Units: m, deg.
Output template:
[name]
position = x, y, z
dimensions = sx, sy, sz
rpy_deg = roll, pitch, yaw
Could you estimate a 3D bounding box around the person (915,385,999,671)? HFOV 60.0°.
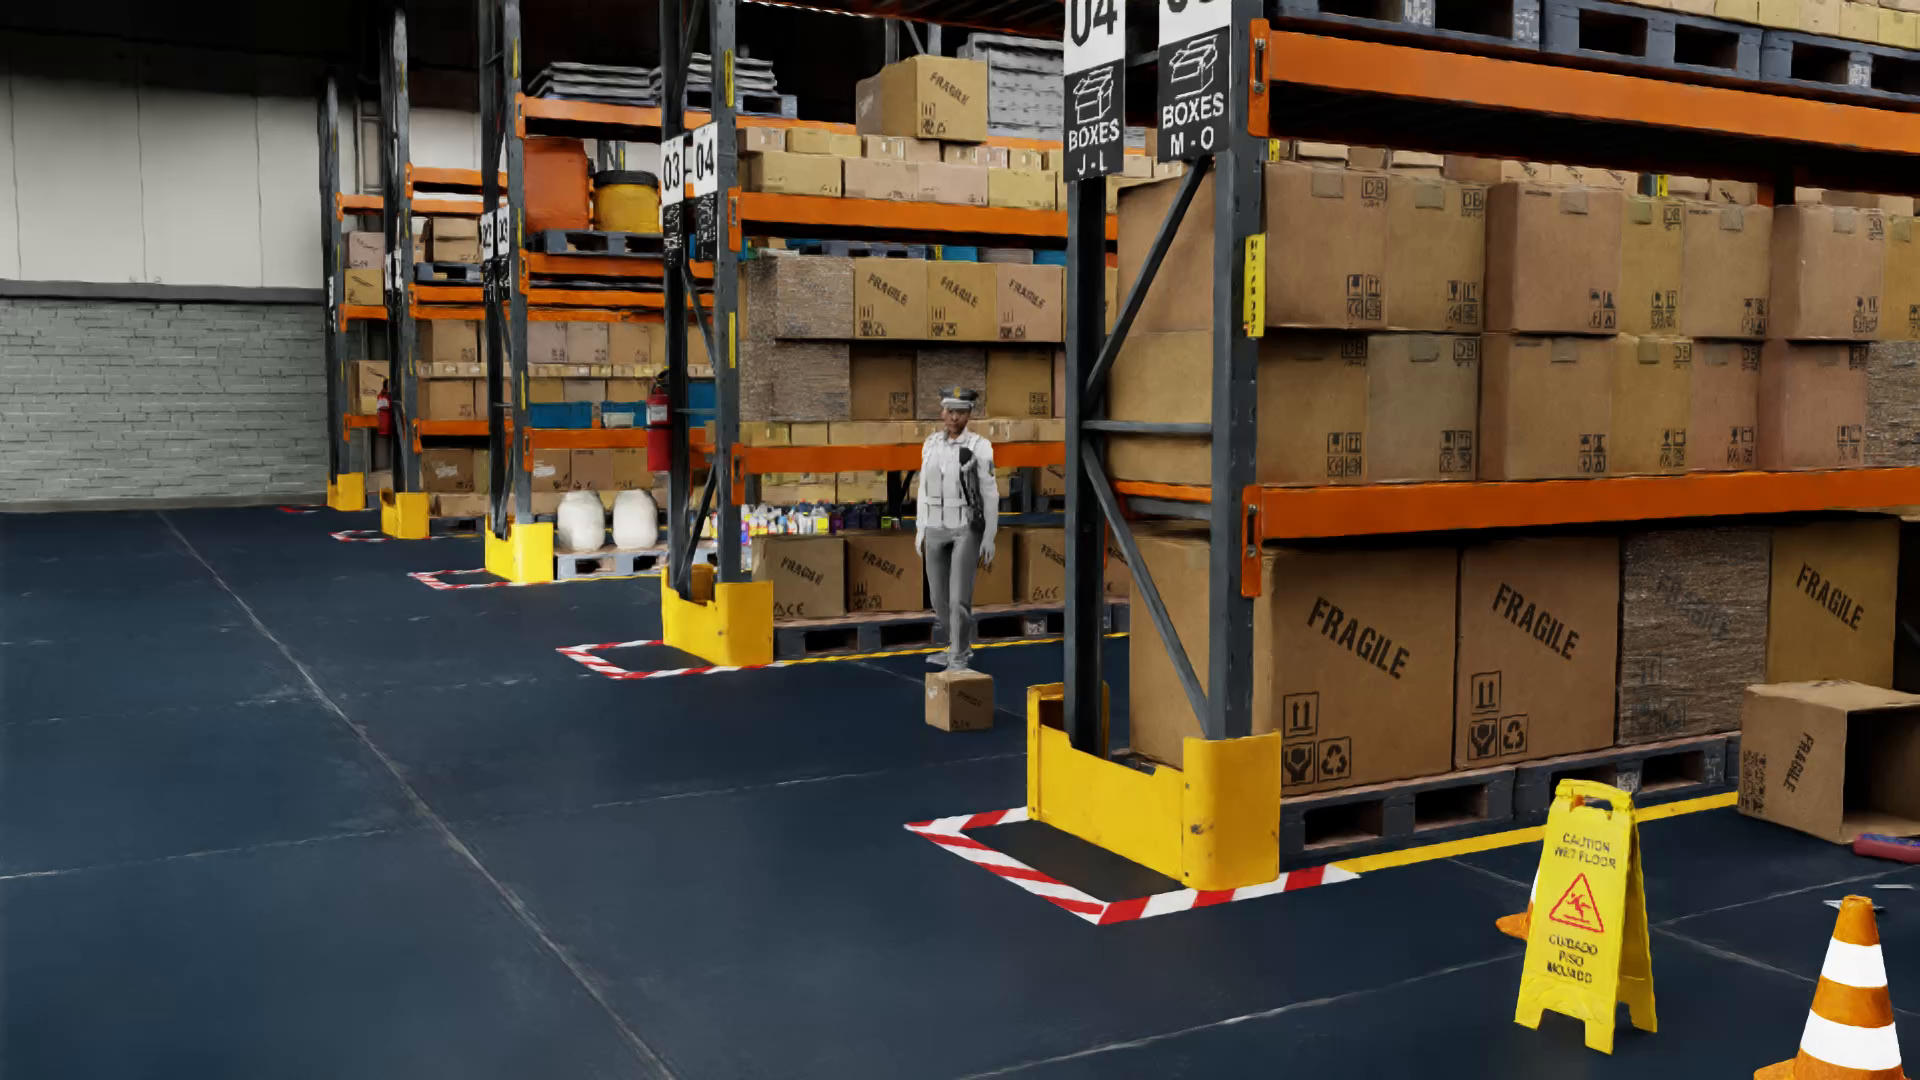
[person]
position = 0.002, -0.051, 9.507
dimensions = 0.525, 1.667, 0.530
rpy_deg = 3, 6, 29
